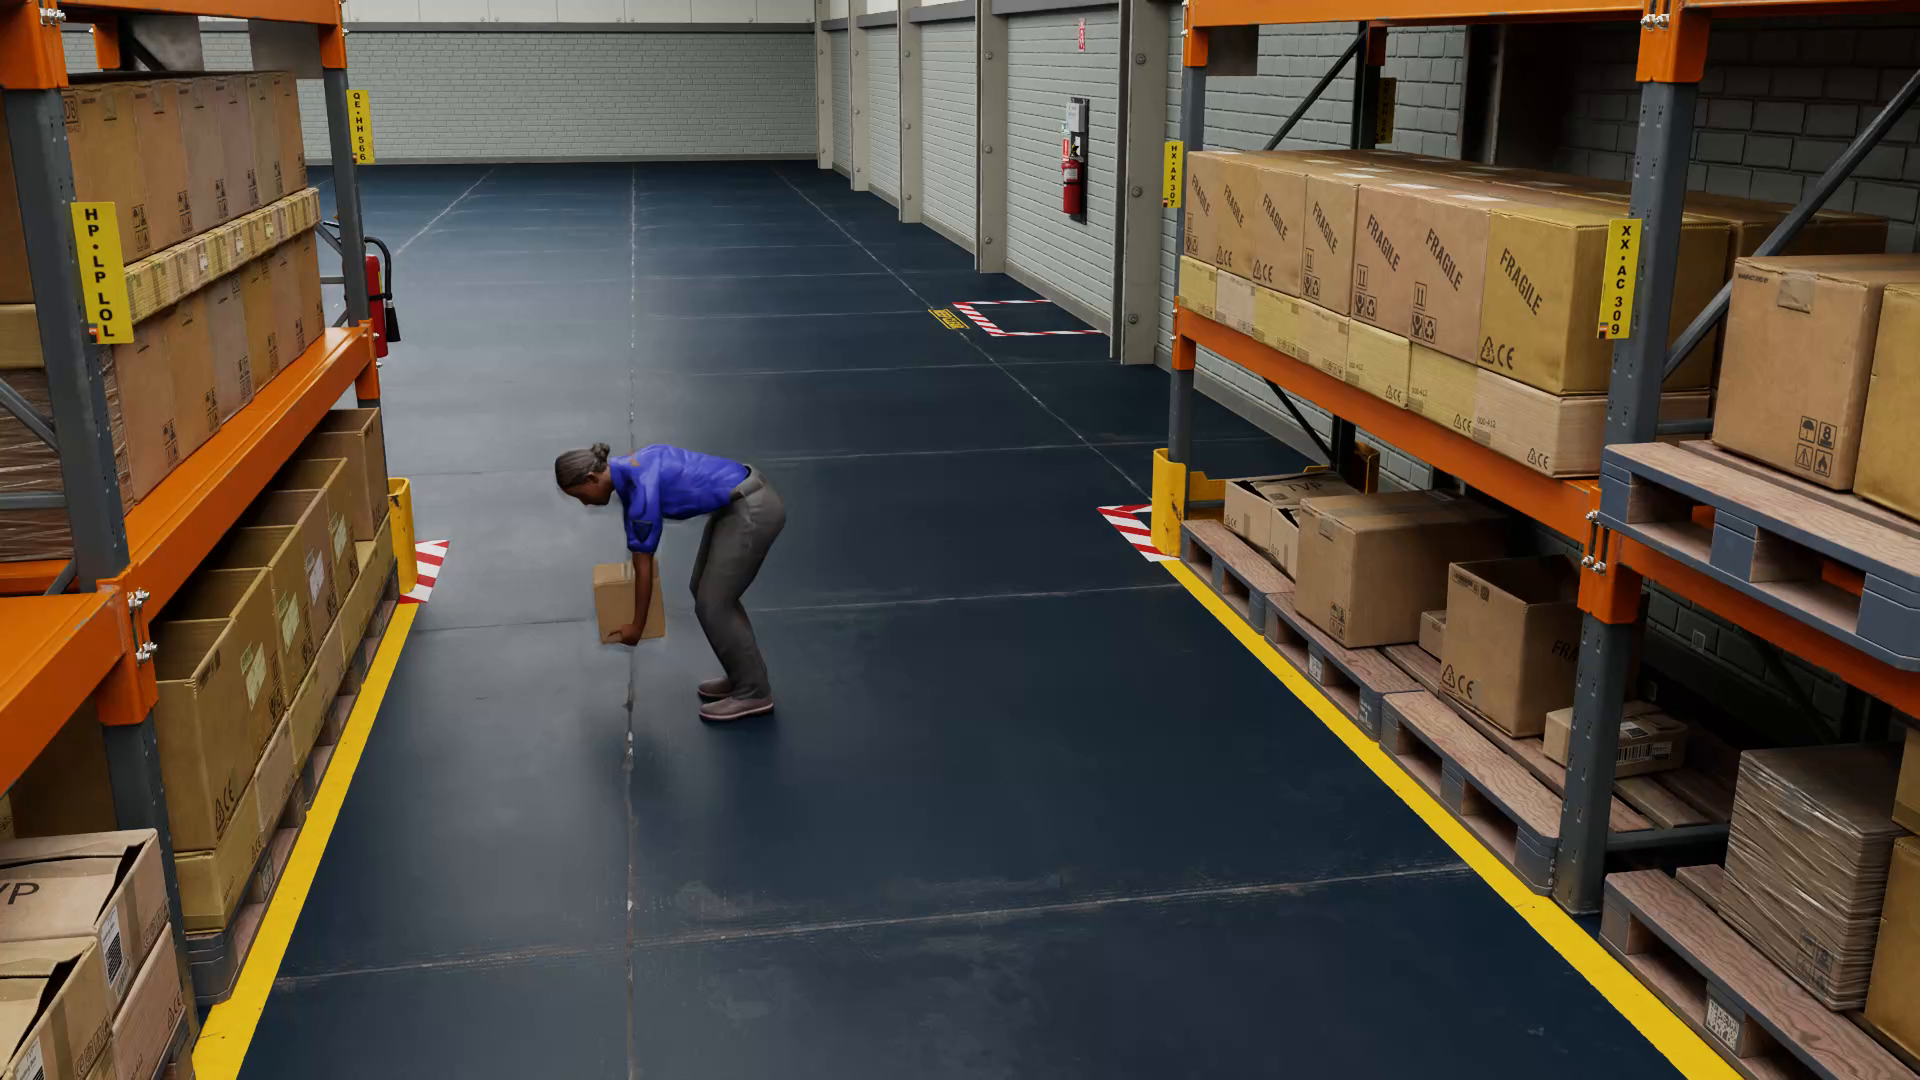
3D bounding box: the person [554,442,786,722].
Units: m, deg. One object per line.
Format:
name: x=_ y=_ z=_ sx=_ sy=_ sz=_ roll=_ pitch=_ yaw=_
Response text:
person: x=-1.114 y=0.147 z=6.526 sx=0.867 sy=1.110 sz=0.420 roll=-4 pitch=17 yaw=-12
